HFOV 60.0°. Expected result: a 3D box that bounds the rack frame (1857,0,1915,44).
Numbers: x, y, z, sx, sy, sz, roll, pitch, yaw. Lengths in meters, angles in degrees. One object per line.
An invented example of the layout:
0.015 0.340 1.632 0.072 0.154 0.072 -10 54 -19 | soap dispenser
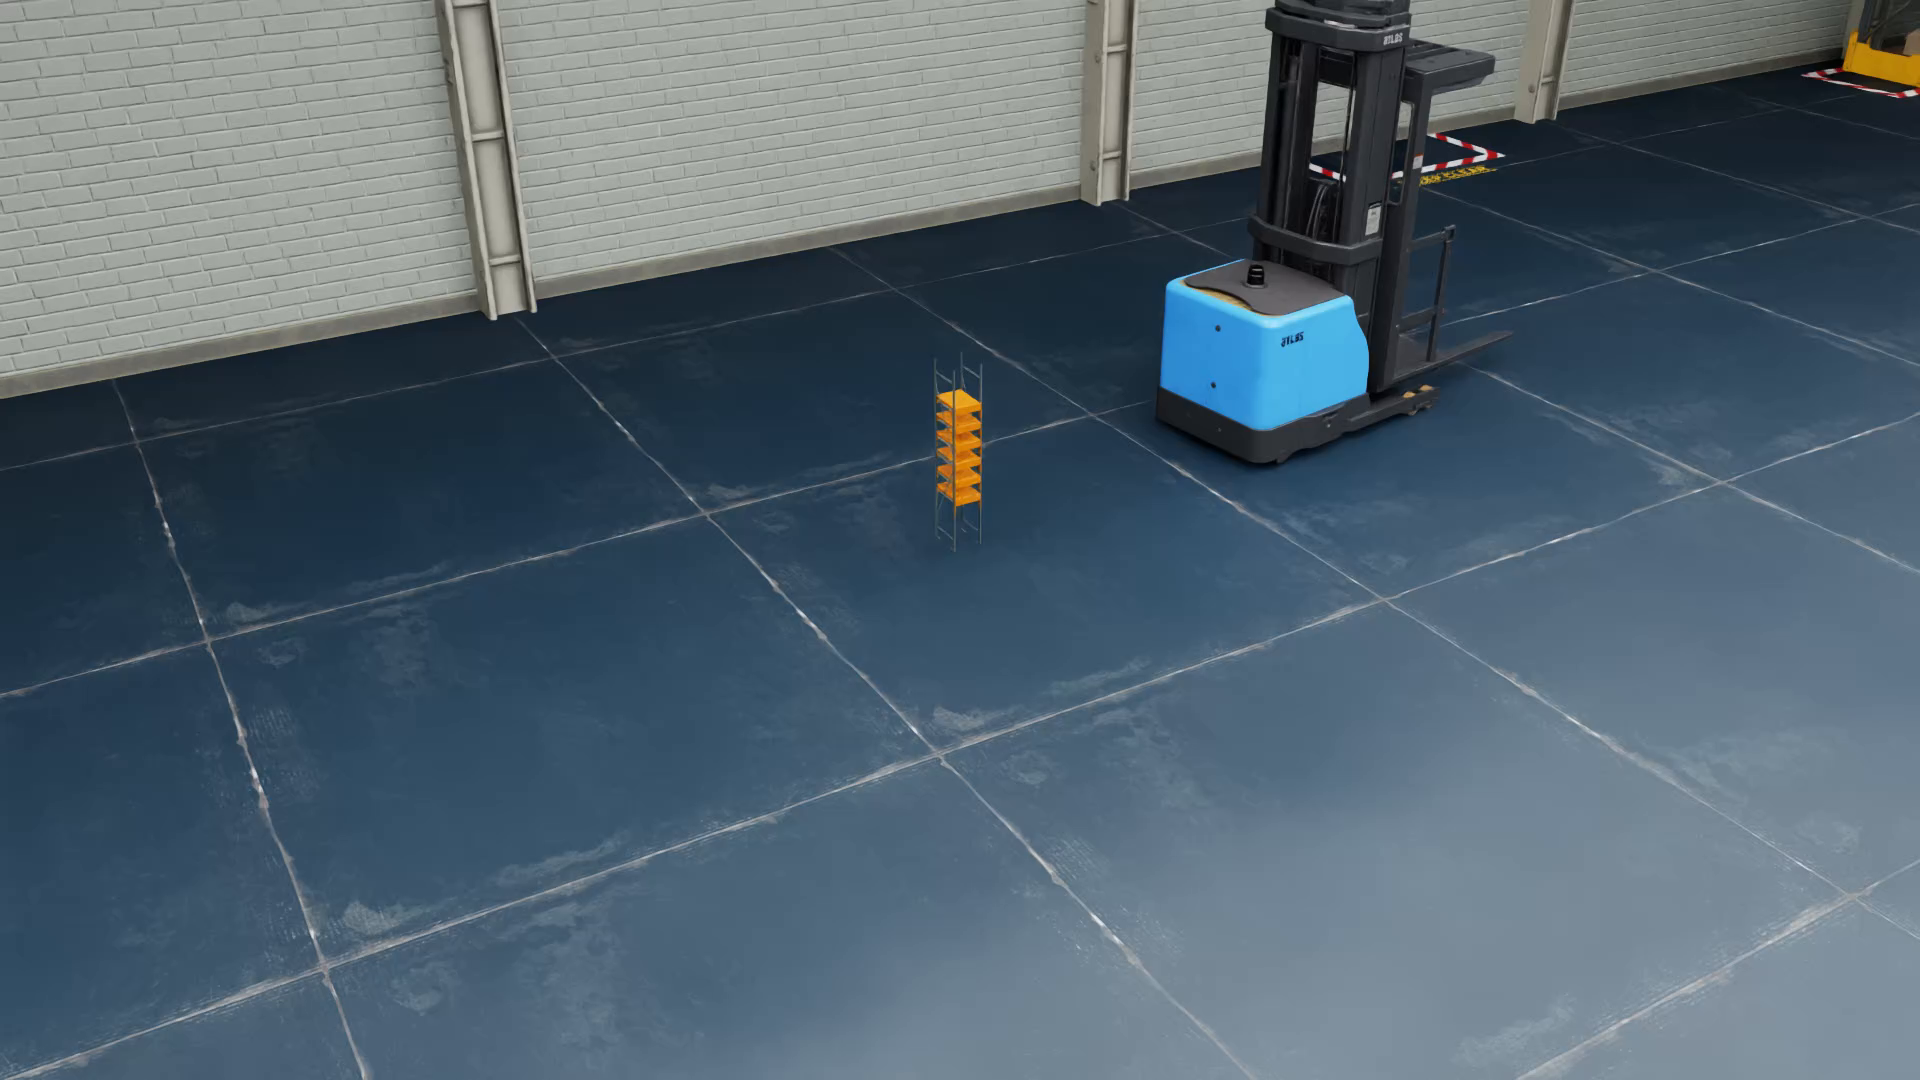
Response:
11.607 -7.096 20.101 0.127 3.000 1.000 -16 33 -26 | rack frame

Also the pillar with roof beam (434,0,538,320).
-1.566 -4.055 8.382 0.400 9.000 9.100 -16 33 -26 | pillar with roof beam

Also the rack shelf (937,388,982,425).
-0.012 -0.798 9.899 0.180 0.103 0.258 -16 33 -26 | rack shelf

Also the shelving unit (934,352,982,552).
-0.012 -0.522 10.052 0.189 1.200 0.258 -16 33 -26 | shelving unit

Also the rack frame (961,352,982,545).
0.066 -0.544 10.092 0.006 1.200 0.240 -16 33 -26 | rack frame

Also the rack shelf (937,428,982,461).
-0.012 -0.588 10.015 0.180 0.103 0.258 -16 33 -26 | rack shelf

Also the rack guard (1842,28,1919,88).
11.673 -6.020 20.739 0.348 0.500 1.175 -16 33 -26 | rack guard

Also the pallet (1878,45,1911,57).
12.391 -6.078 21.143 1.213 0.211 1.003 -16 33 -26 | pallet

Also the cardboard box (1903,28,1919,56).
12.249 -6.243 20.884 0.500 0.311 0.500 -20 35 -32 | cardboard box

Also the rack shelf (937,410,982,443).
-0.012 -0.693 9.957 0.180 0.103 0.258 -16 33 -26 | rack shelf

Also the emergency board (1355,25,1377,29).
4.450 -5.570 17.336 0.643 1.169 0.194 -16 33 -26 | emergency board

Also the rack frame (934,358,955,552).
-0.091 -0.499 10.011 0.006 1.200 0.240 -16 33 -26 | rack frame

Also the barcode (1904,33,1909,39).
12.062 -6.418 21.192 0.075 0.075 0.001 -16 33 -26 | barcode

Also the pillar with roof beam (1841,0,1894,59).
13.953 -8.461 16.366 0.400 9.000 9.100 -16 33 -26 | pillar with roof beam

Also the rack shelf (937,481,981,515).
-0.012 -0.273 10.189 0.180 0.103 0.258 -16 33 -26 | rack shelf

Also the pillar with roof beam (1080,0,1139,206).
3.607 -5.523 11.043 0.400 9.000 9.100 -16 33 -26 | pillar with roof beam

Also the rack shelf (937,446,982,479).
-0.012 -0.483 10.073 0.180 0.103 0.258 -16 33 -26 | rack shelf

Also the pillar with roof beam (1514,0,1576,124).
8.780 -6.992 13.704 0.400 9.000 9.100 -16 33 -26 | pillar with roof beam

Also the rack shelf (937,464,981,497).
-0.012 -0.378 10.131 0.180 0.103 0.258 -16 33 -26 | rack shelf

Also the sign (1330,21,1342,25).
3.921 -5.493 17.160 0.234 0.329 0.001 -16 33 -26 | sign

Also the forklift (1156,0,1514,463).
2.862 -2.363 11.596 3.031 2.935 1.130 -21 35 -33 | forklift
